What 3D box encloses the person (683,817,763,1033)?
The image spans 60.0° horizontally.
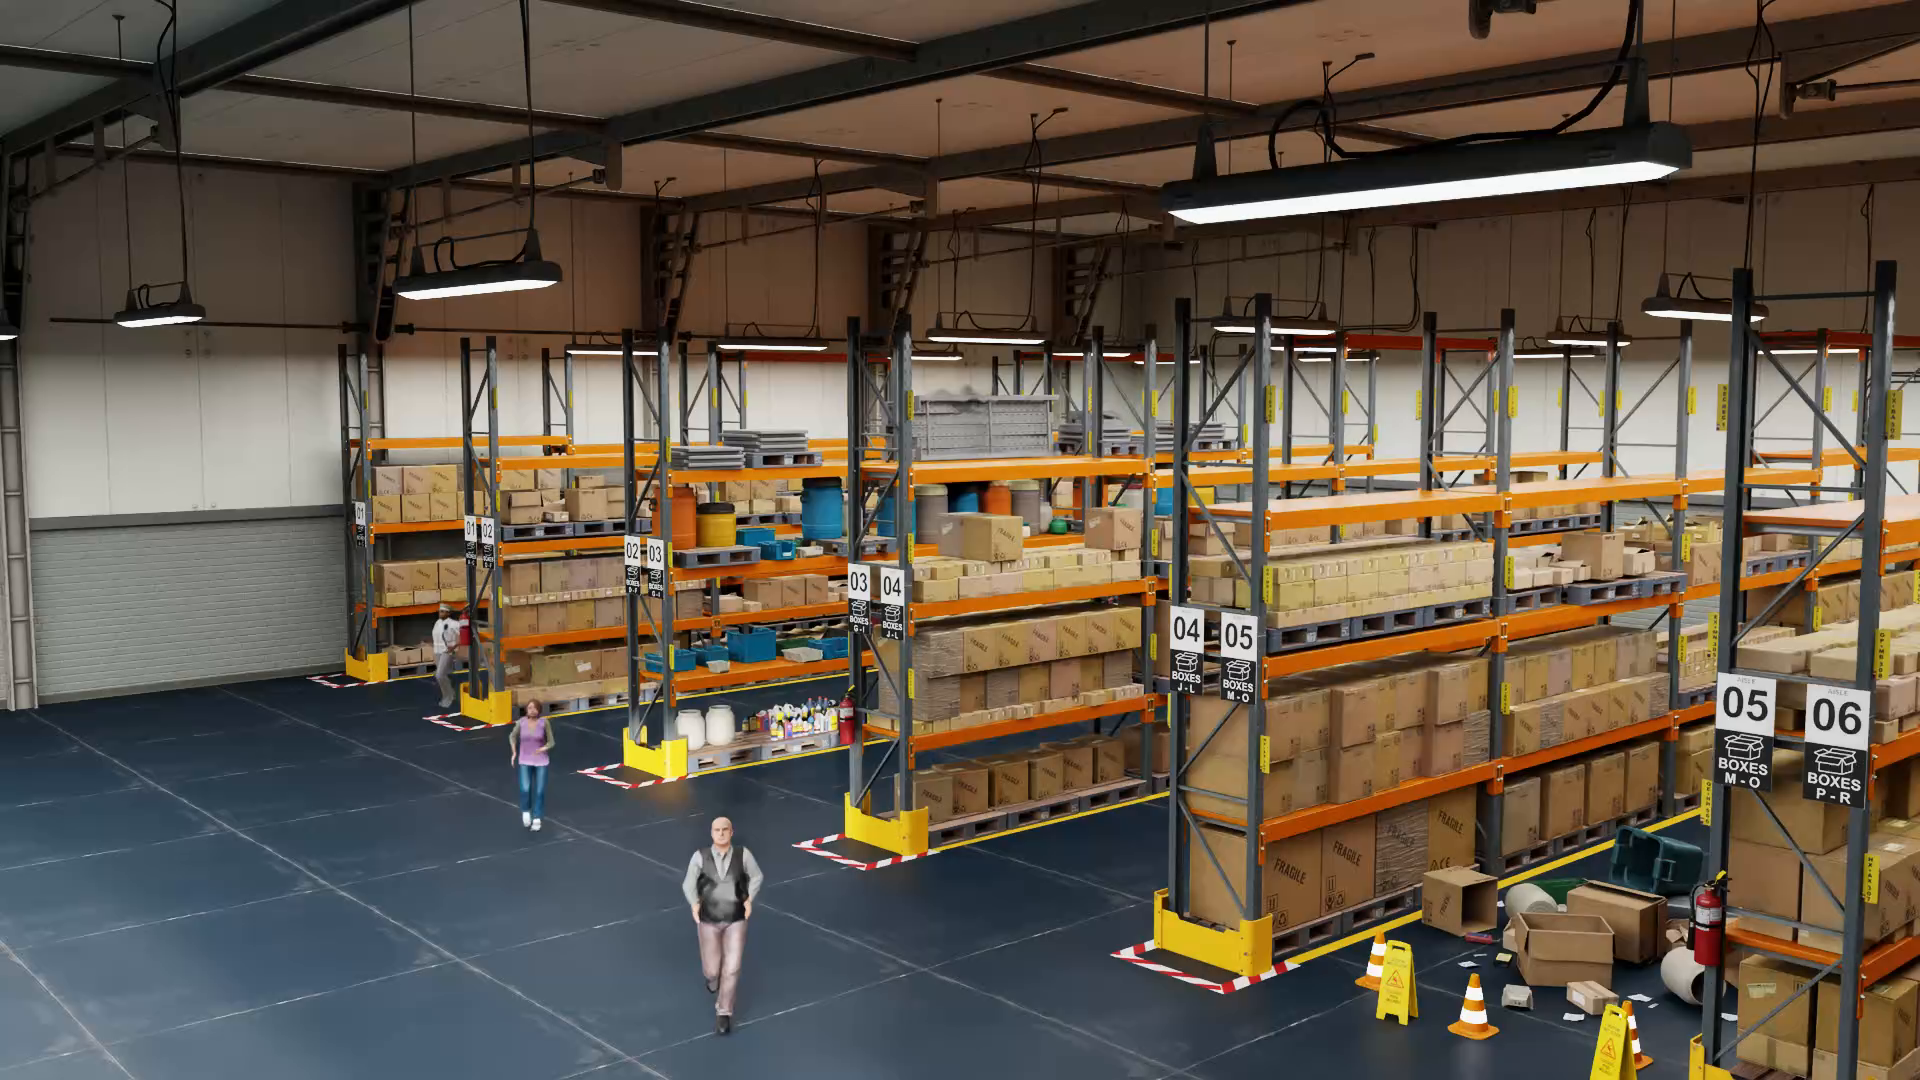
[{"bbox_3d":[-1.939,3.108,13.643,0.659,1.688,0.765,-1,5,-8],"label":"person"}]

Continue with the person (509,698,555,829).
[{"bbox_3d":[-5.007,2.635,19.456,0.520,1.566,0.602,-1,5,-13],"label":"person"}]

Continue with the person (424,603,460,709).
[{"bbox_3d":[-8.464,1.890,27.227,0.600,1.737,0.594,3,6,33],"label":"person"}]
